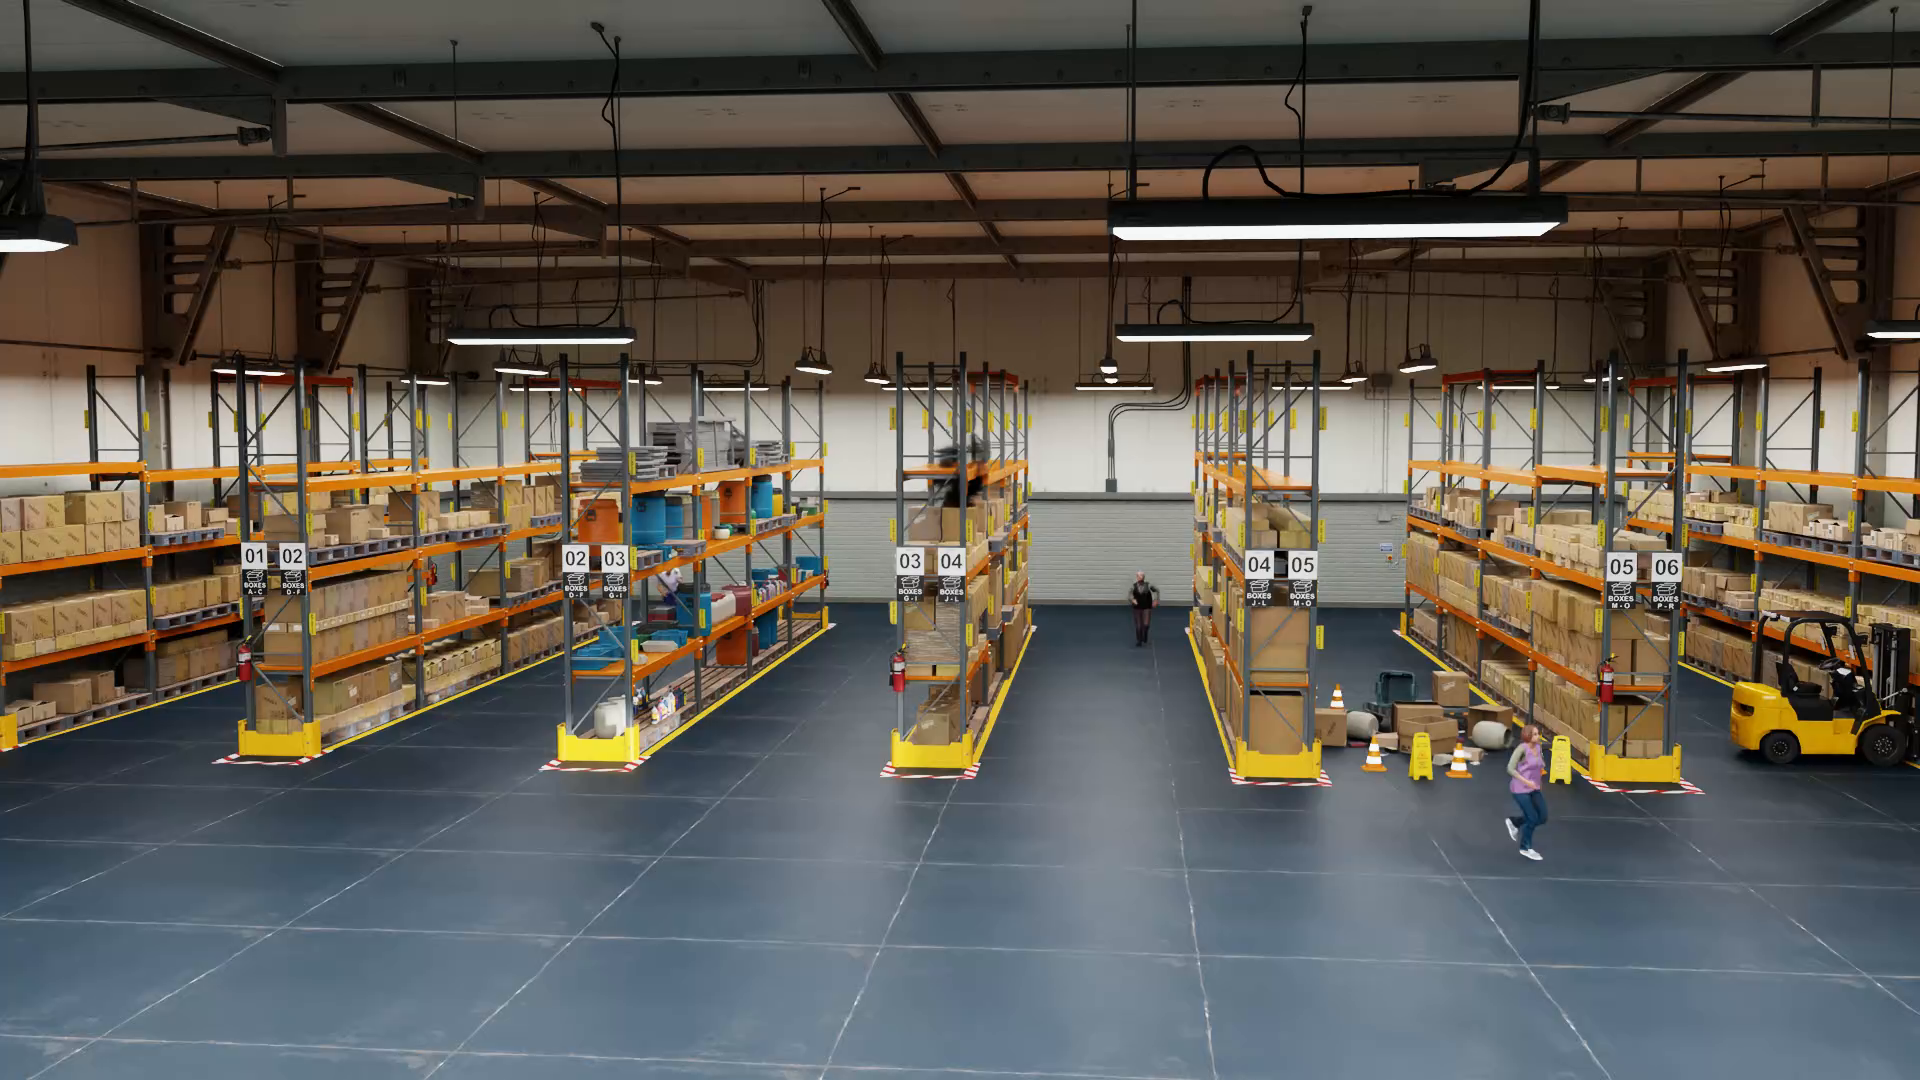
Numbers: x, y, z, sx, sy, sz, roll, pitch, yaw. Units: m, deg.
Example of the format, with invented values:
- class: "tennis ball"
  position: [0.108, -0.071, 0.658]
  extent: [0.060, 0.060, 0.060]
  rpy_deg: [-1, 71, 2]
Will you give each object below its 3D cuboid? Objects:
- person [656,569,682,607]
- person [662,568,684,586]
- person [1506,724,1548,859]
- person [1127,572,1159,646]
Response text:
- class: "person"
  position: [-6.982, 1.378, 40.062]
  extent: [0.633, 1.578, 0.602]
  rpy_deg: [-1, 4, -14]
- class: "person"
  position: [-7.143, 1.260, 41.347]
  extent: [0.632, 1.644, 0.817]
  rpy_deg: [-2, 5, -30]
- class: "person"
  position: [6.482, 2.878, 19.118]
  extent: [0.553, 1.558, 0.534]
  rpy_deg: [-3, 5, -33]
- class: "person"
  position: [4.045, 1.542, 36.822]
  extent: [0.683, 1.674, 0.743]
  rpy_deg: [1, 4, 12]
